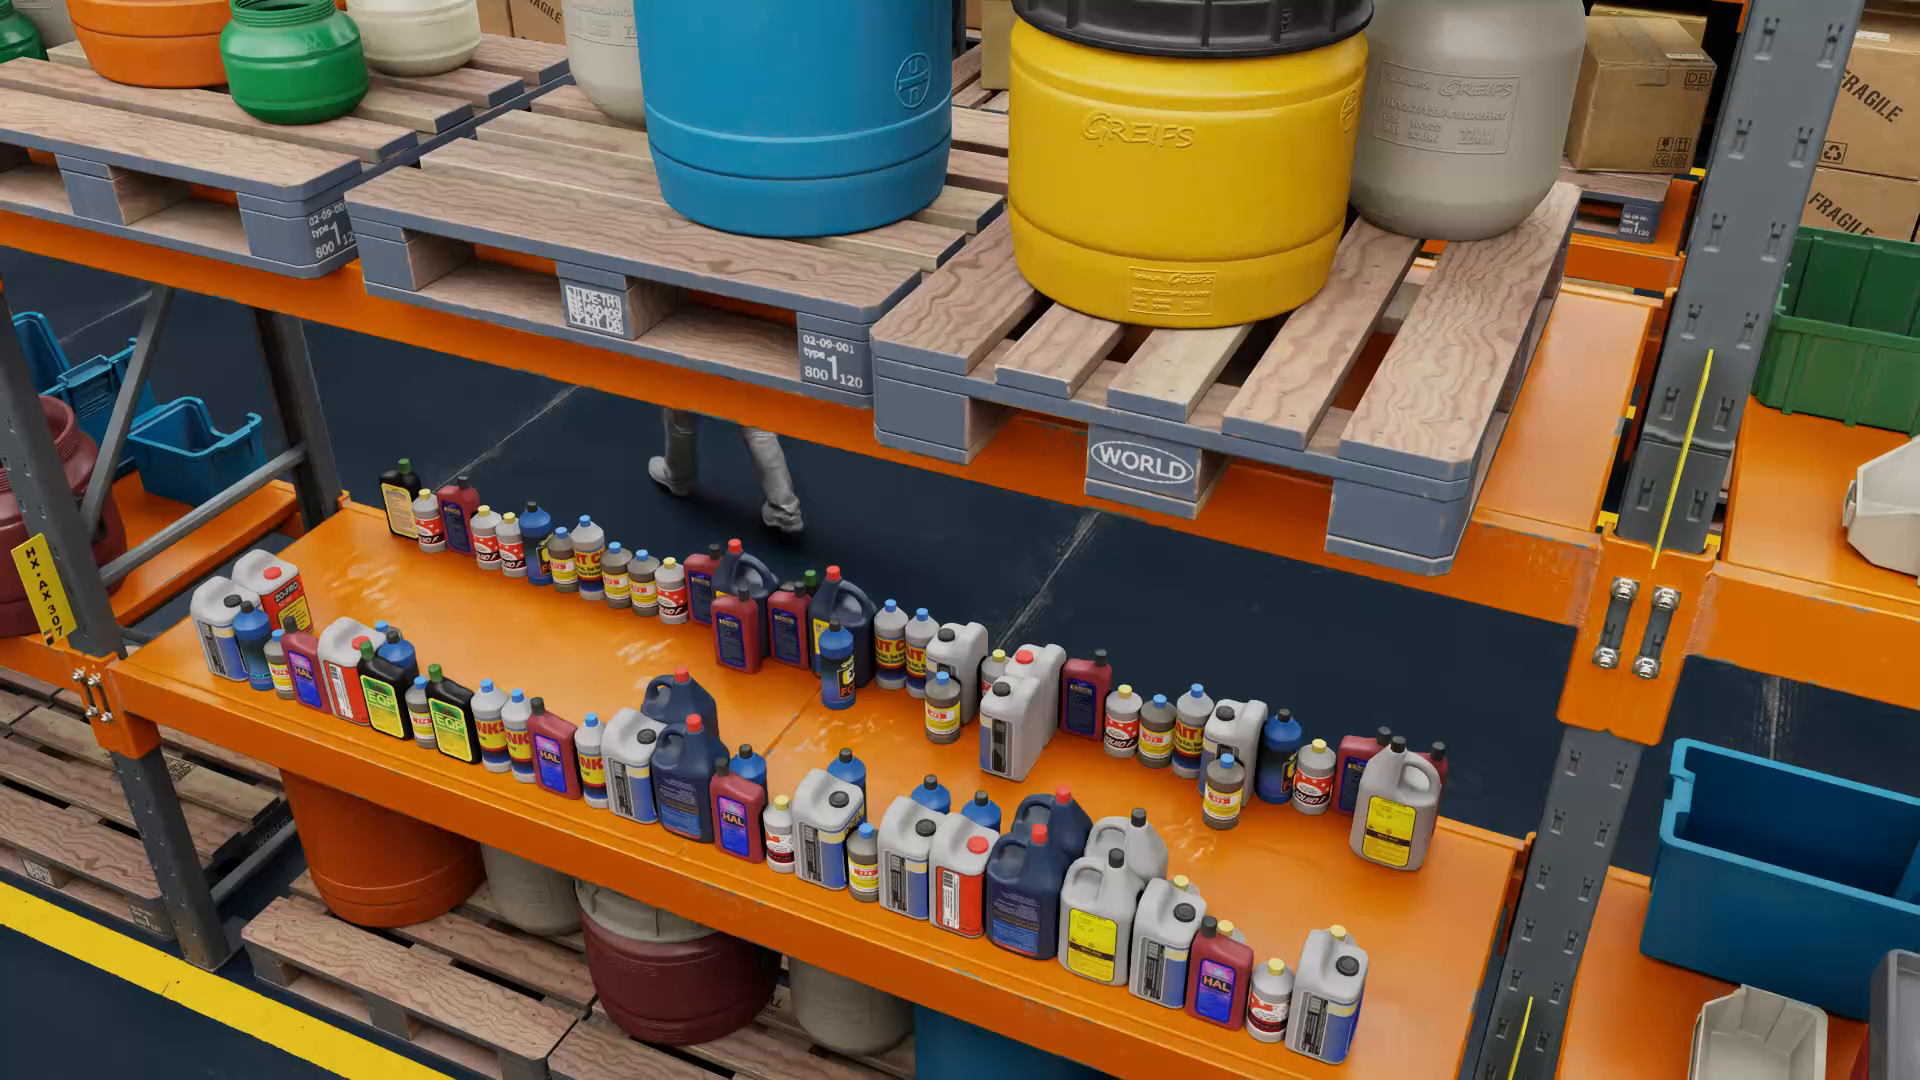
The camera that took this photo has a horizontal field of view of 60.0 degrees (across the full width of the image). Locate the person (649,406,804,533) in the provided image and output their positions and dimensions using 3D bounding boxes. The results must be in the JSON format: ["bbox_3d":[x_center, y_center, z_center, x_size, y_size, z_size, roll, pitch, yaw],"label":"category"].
[{"bbox_3d":[-1.100,-0.875,7.443,0.531,1.729,1.016,-23,40,-31],"label":"person"}]
